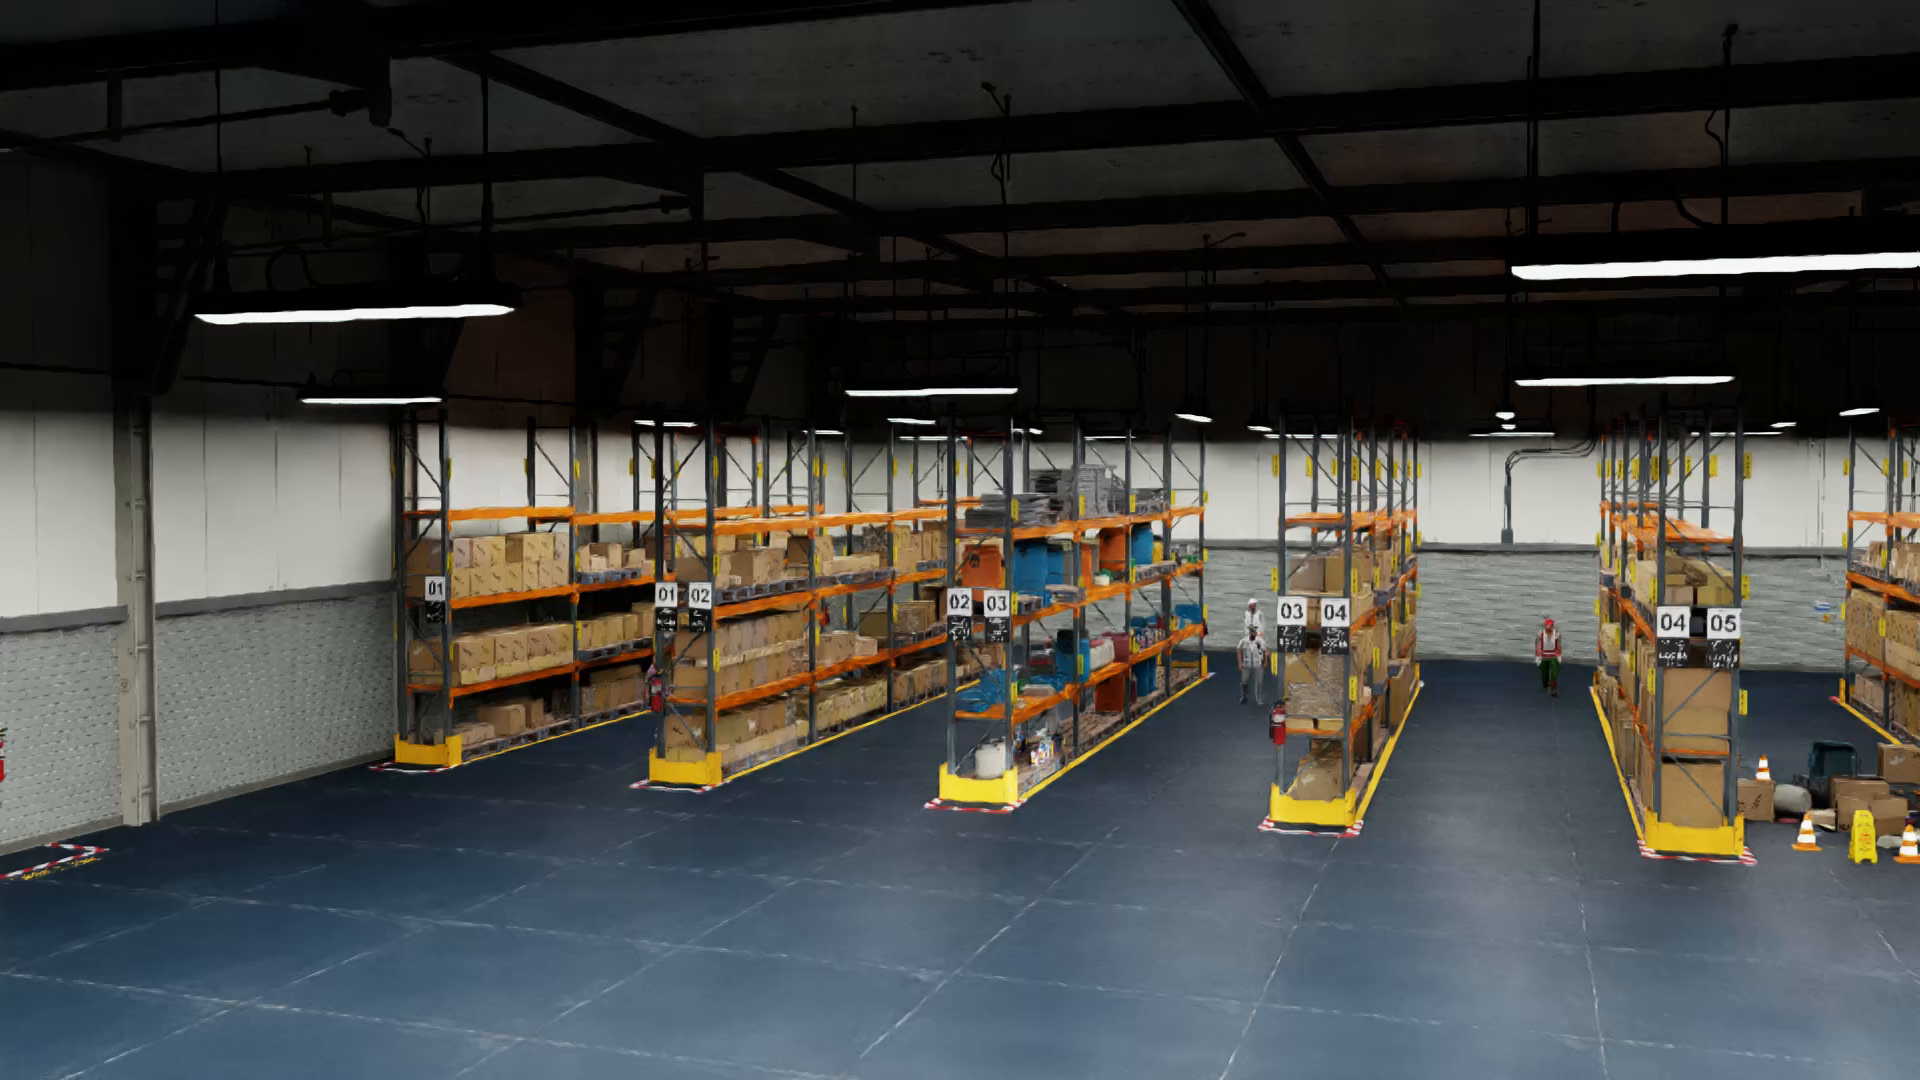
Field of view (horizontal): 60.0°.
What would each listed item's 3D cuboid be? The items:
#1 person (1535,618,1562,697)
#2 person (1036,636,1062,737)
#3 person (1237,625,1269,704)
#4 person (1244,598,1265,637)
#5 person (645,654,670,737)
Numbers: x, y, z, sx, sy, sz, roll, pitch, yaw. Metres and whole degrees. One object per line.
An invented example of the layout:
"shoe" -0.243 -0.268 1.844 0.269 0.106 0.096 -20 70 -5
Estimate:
"person" 12.952 2.564 36.603 0.553 1.709 1.123 1 3 21
"person" 1.592 2.624 29.784 0.532 1.813 0.606 1 3 28
"person" 6.211 2.637 35.299 0.682 1.715 0.536 1 3 16
"person" 7.467 2.332 42.224 0.555 1.725 1.029 1 3 18
"person" -5.669 2.885 31.157 0.412 1.533 0.955 0 2 10
